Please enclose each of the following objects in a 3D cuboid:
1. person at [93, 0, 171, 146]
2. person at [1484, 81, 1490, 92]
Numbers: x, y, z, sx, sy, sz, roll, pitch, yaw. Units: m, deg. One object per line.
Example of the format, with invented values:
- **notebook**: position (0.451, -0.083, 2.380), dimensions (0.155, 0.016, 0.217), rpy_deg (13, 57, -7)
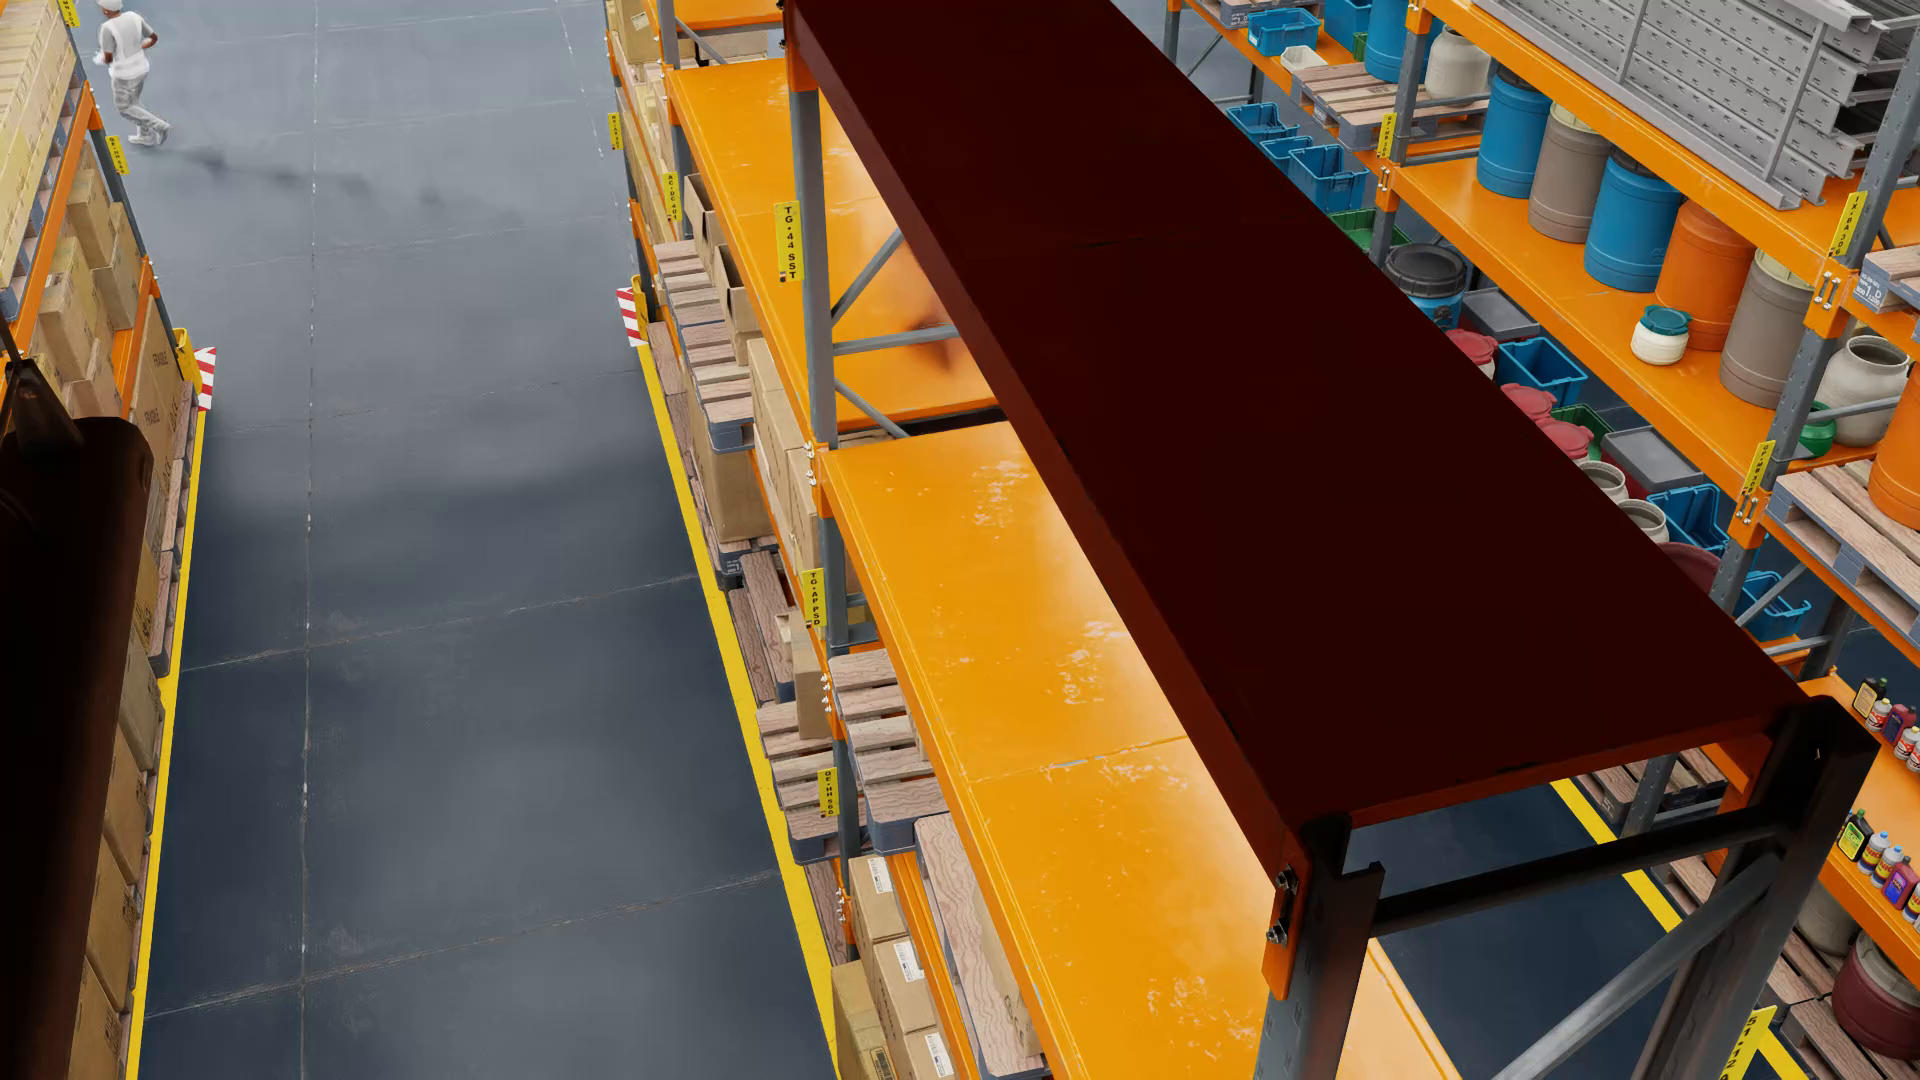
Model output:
- **person**: position (-8.829, -5.007, 17.747), dimensions (0.730, 1.739, 0.689), rpy_deg (13, 40, 15)
- **person**: position (5.626, -5.482, 18.379), dimensions (0.835, 1.671, 0.545), rpy_deg (9, 39, 12)
